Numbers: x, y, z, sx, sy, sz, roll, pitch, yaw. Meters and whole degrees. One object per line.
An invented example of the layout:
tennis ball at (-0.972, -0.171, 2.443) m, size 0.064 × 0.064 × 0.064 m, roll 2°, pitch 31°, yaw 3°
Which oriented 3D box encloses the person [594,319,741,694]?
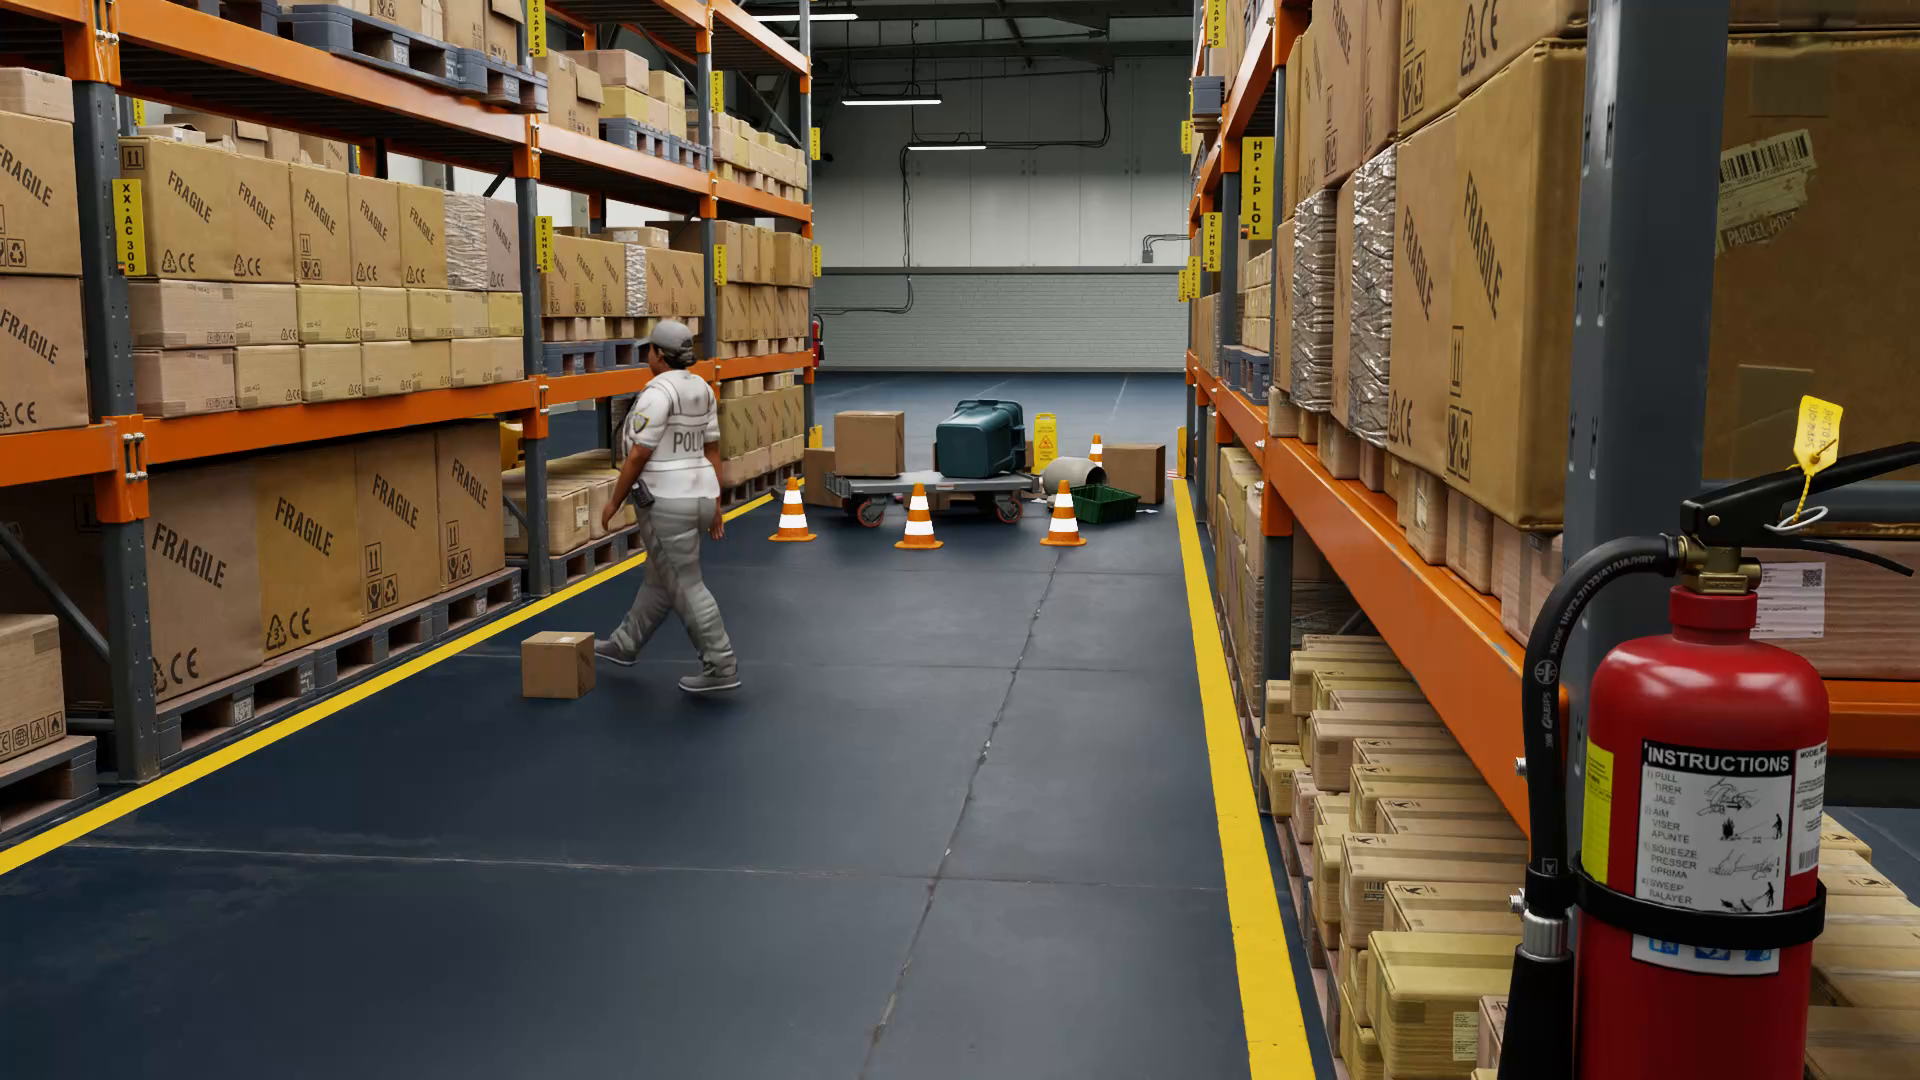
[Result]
person at (-1.390, -0.155, 7.352) m, size 0.926 × 1.626 × 0.485 m, roll 3°, pitch 8°, yaw 19°
